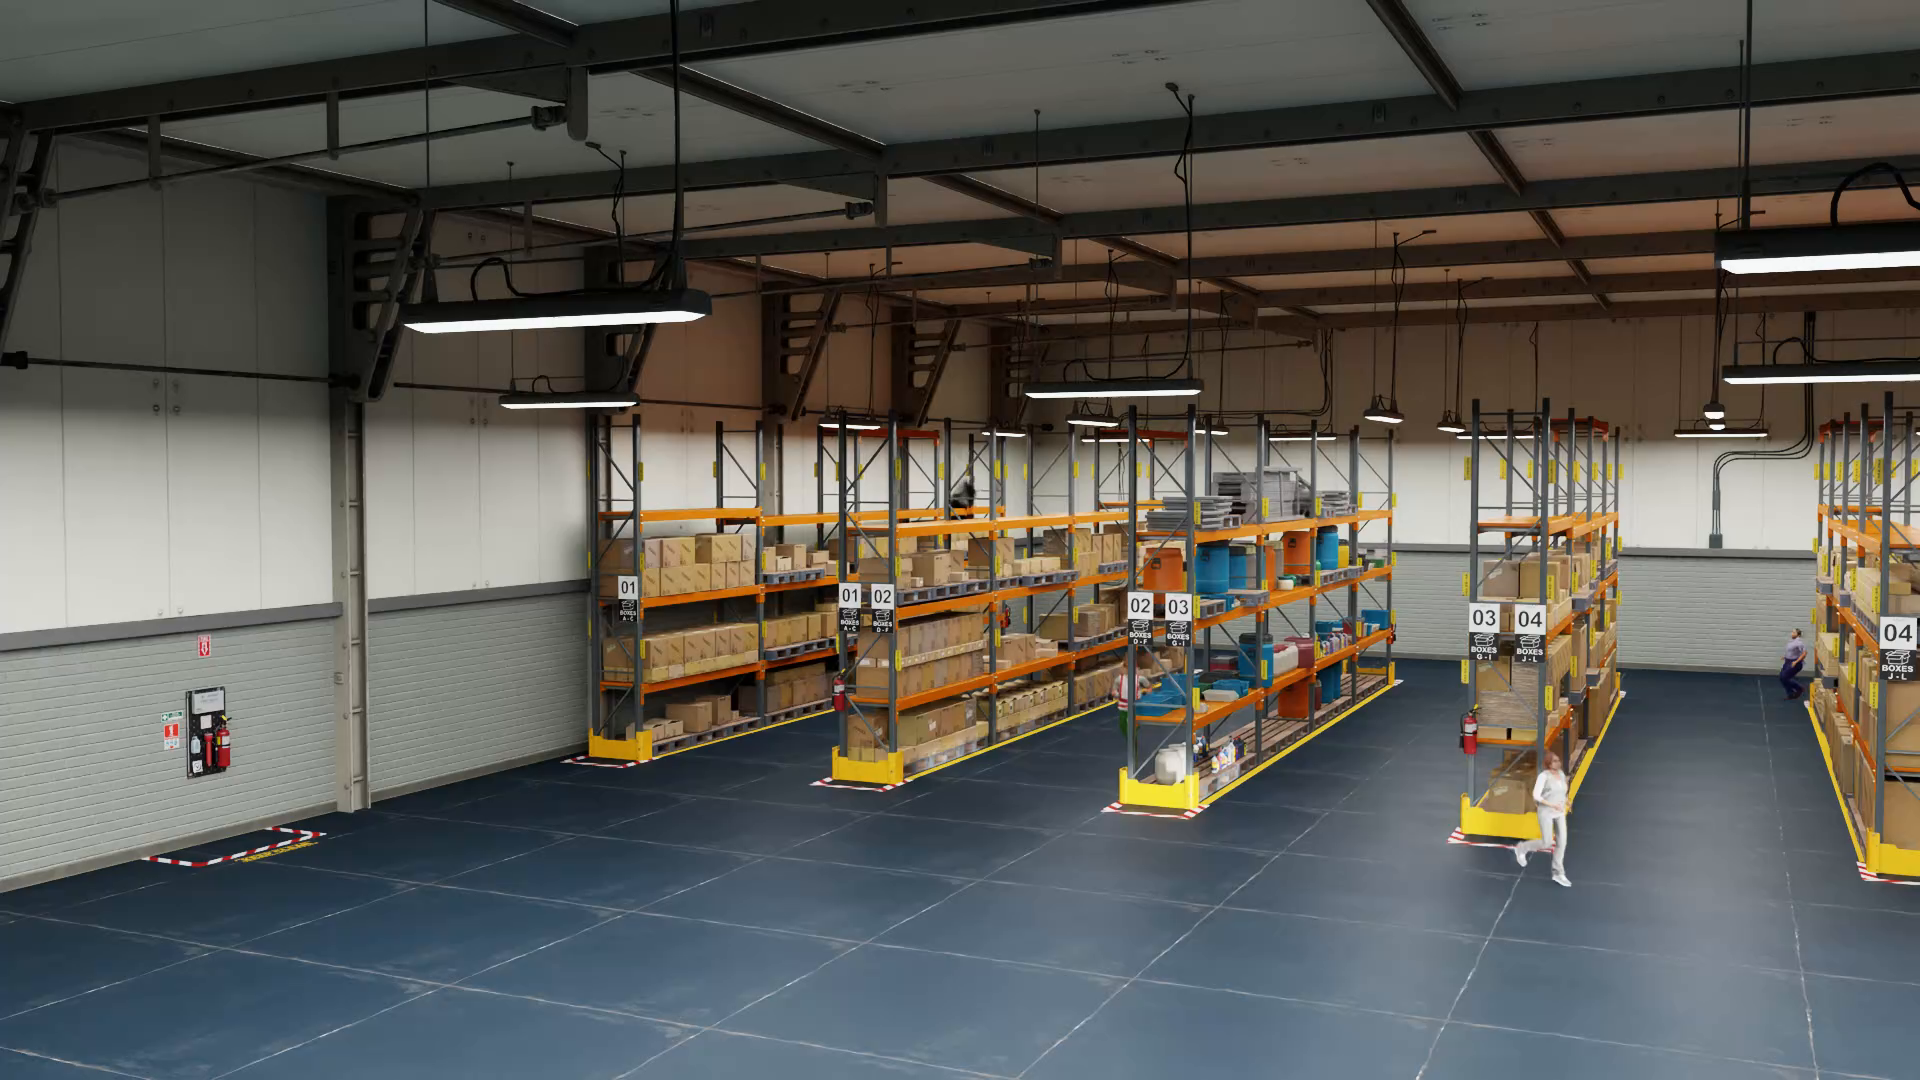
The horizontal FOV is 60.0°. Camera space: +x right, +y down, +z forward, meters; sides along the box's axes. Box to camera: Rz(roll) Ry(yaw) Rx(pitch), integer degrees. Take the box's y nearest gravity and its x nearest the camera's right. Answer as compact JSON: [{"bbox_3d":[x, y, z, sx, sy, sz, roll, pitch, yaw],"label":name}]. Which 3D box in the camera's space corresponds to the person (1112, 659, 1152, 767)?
[{"bbox_3d":[2.890,2.936,28.318,0.633,1.842,0.743,1,3,23],"label":"person"}]

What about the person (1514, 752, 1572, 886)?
[{"bbox_3d":[7.211,3.383,20.403,0.548,1.594,0.781,-1,3,-26],"label":"person"}]

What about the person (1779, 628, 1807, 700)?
[{"bbox_3d":[18.196,2.721,36.305,0.520,1.602,0.671,0,2,3],"label":"person"}]
